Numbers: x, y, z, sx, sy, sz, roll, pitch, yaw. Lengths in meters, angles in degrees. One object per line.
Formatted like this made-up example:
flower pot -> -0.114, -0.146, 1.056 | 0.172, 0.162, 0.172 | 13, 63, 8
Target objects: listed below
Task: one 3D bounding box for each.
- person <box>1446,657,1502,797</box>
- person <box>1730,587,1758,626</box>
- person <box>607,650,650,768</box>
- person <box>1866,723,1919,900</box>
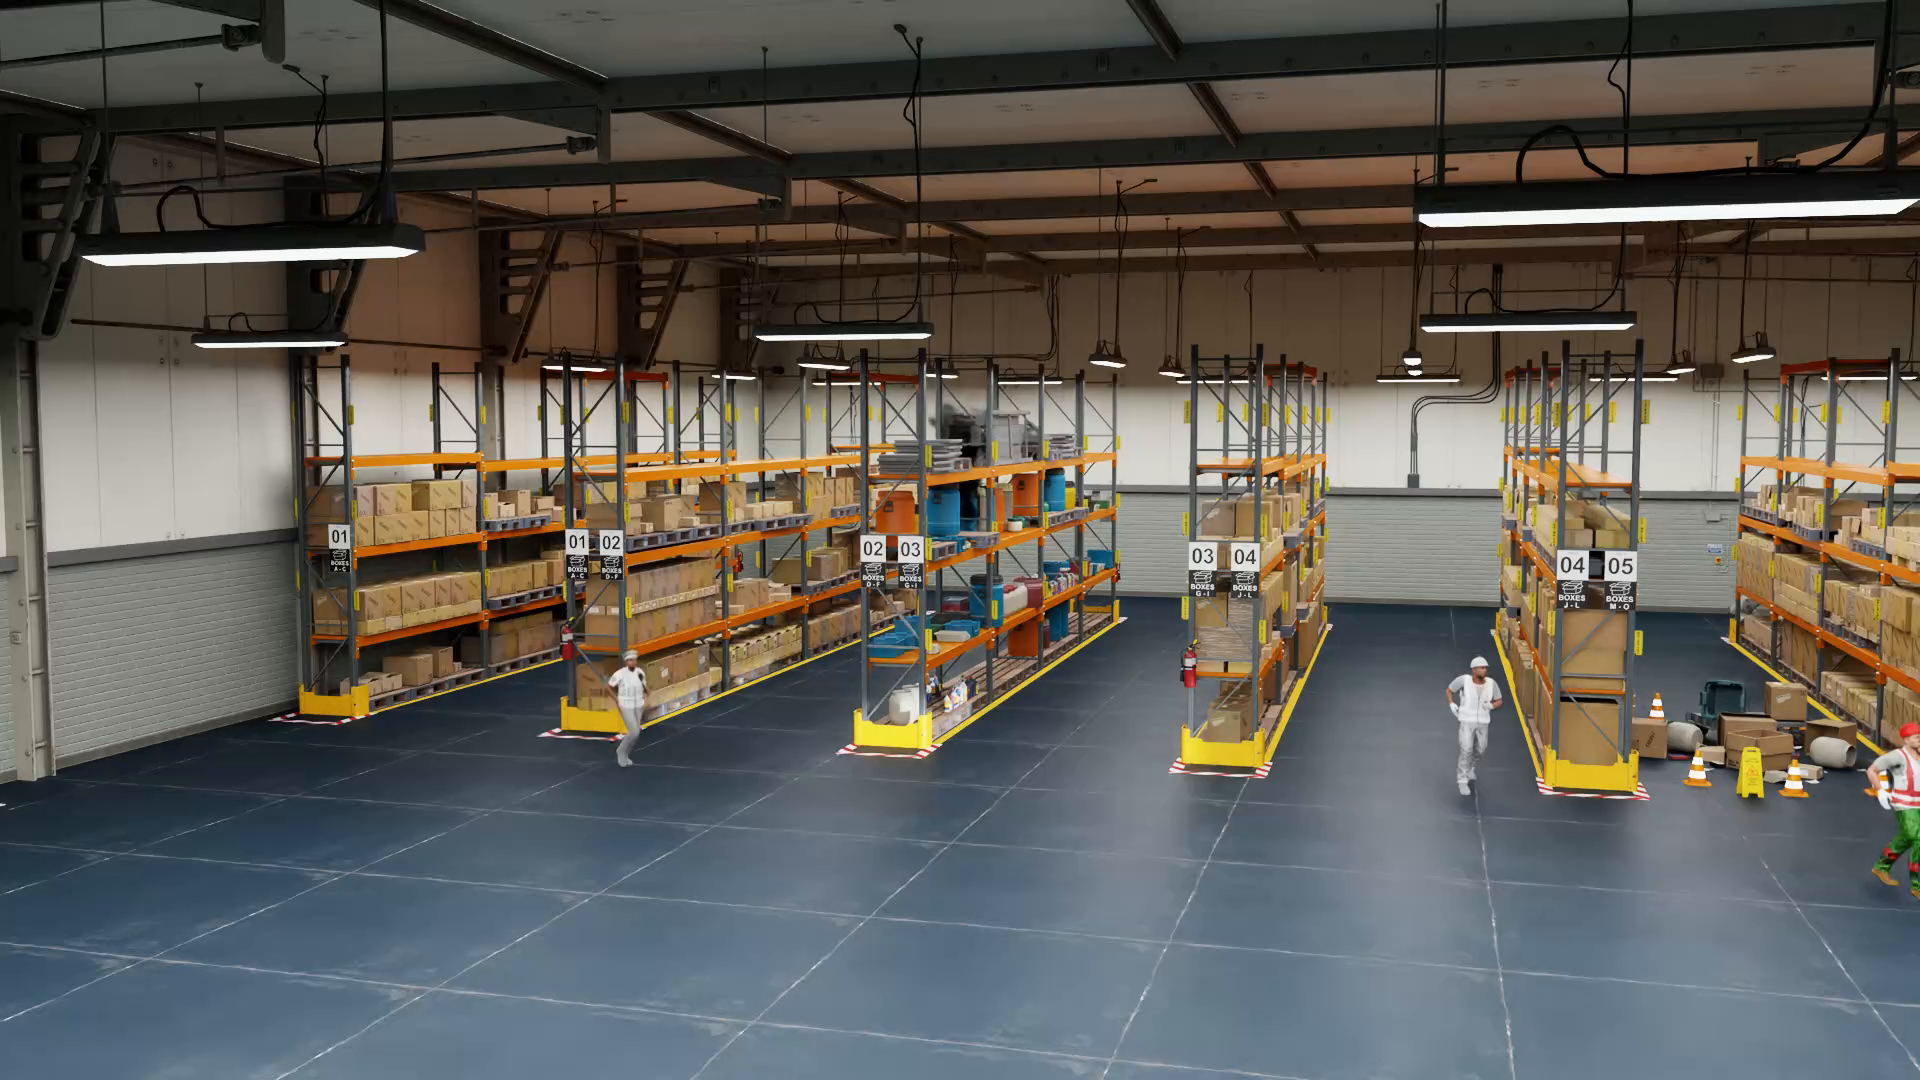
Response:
person -> 6.917, 2.448, 22.270 | 0.699, 1.774, 0.999 | 0, 4, -2
person -> 17.928, 1.326, 37.833 | 0.720, 1.719, 0.784 | 3, 5, 37
person -> -4.653, 2.393, 23.654 | 0.554, 1.685, 0.631 | -4, 6, -44
person -> 9.824, 2.804, 17.231 | 0.654, 1.837, 0.836 | -2, 5, -26
